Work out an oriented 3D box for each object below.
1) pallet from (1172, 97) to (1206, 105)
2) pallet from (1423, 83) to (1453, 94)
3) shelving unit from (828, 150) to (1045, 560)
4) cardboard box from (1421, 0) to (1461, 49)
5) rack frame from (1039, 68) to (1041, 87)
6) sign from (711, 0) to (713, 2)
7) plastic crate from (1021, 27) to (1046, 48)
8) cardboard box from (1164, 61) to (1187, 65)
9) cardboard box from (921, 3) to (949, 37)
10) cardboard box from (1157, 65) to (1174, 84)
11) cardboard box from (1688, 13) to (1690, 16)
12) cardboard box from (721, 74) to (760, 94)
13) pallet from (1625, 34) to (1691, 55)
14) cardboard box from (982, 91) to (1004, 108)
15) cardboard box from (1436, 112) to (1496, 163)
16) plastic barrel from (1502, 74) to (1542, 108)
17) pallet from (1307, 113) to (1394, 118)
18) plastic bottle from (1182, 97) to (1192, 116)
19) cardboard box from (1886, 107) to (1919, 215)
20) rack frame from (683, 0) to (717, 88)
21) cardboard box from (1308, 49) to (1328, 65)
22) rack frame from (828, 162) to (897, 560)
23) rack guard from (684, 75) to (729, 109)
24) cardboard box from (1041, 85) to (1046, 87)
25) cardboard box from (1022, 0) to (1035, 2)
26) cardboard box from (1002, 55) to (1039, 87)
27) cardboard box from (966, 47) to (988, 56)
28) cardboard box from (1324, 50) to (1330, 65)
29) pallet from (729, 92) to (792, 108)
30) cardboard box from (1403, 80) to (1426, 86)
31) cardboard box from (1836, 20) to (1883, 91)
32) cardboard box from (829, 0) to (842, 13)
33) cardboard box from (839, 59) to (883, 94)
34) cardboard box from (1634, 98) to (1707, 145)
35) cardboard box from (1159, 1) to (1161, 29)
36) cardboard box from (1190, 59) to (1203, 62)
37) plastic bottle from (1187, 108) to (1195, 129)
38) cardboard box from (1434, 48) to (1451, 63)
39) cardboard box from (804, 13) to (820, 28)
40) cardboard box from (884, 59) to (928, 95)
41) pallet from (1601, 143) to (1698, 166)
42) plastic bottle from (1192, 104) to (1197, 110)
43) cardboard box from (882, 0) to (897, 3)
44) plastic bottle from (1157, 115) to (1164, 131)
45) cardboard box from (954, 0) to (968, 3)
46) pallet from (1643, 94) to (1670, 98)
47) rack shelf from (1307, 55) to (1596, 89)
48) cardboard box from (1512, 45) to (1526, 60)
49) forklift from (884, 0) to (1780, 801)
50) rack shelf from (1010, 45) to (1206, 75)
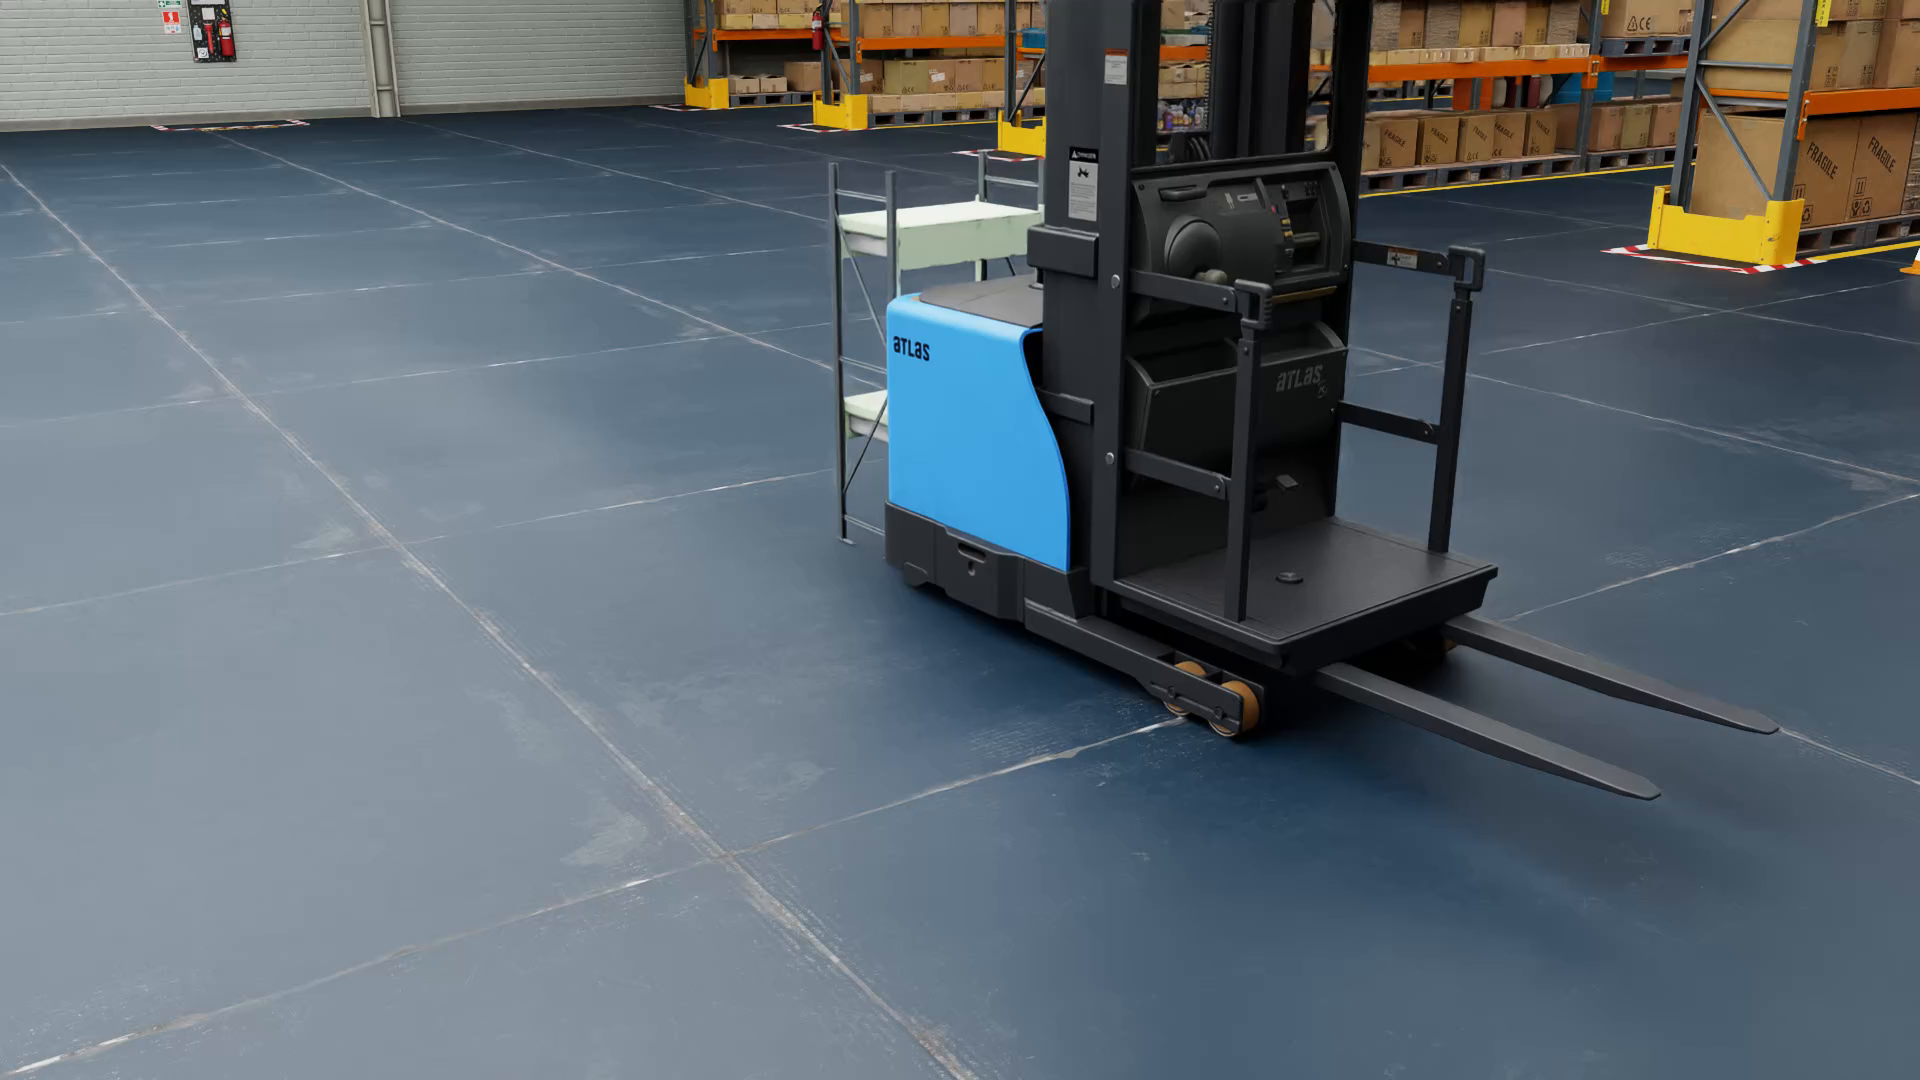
[{"bbox_3d":[4.155,-7.726,29.268,1.213,0.211,1.003,-12,22,-31],"label":"pallet"},{"bbox_3d":[9.799,-8.902,32.747,1.213,0.211,1.003,-12,22,-31],"label":"pallet"},{"bbox_3d":[-0.078,-0.737,6.584,0.755,1.500,0.431,-14,23,-36],"label":"shelving unit"},{"bbox_3d":[4.895,-5.597,17.995,0.500,0.500,0.875,-12,22,-31],"label":"cardboard box"},{"bbox_3d":[1.523,-8.477,27.136,0.127,3.000,1.000,-12,22,-31],"label":"rack frame"},{"bbox_3d":[-4.247,-9.362,28.401,0.005,0.325,0.100,-12,22,-31],"label":"sign"},{"bbox_3d":[1.157,-6.545,21.652,0.616,0.251,0.499,-12,22,-31],"label":"plastic crate"},{"bbox_3d":[3.831,-8.235,29.182,0.500,0.311,0.500,-13,22,-33],"label":"cardboard box"},{"bbox_3d":[-0.567,-8.078,25.800,0.500,0.500,0.700,-12,22,-31],"label":"cardboard box"},{"bbox_3d":[3.289,-7.916,28.239,0.500,0.311,0.500,-11,22,-30],"label":"cardboard box"},{"bbox_3d":[8.783,-6.425,20.646,0.500,0.250,0.500,-13,22,-33],"label":"cardboard box"},{"bbox_3d":[-3.918,-8.129,29.618,0.500,0.311,0.500,-15,24,-37],"label":"cardboard box"},{"bbox_3d":[8.678,-6.081,20.347,1.213,0.211,1.003,-12,22,-31],"label":"pallet"},{"bbox_3d":[0.424,-7.056,26.569,0.500,0.250,0.500,-12,22,-31],"label":"cardboard box"},{"bbox_3d":[5.663,-4.548,18.762,0.500,0.500,0.500,-14,23,-36],"label":"cardboard box"},{"bbox_3d":[8.927,-7.202,26.474,0.708,0.588,0.600,-12,22,-31],"label":"plastic barrel"},{"bbox_3d":[5.899,-6.195,24.741,1.213,0.211,1.003,-12,22,-31],"label":"pallet"},{"bbox_3d":[3.184,-6.041,23.378,0.185,0.351,0.144,-13,23,-34],"label":"plastic bottle"},{"bbox_3d":[8.297,-3.423,14.847,0.875,0.875,0.875,-12,22,-31],"label":"cardboard box"},{"bbox_3d":[-4.545,-9.097,28.969,0.127,3.000,1.000,-12,22,-31],"label":"rack frame"},{"bbox_3d":[3.752,-5.108,17.564,0.250,0.149,0.380,-12,22,-31],"label":"cardboard box"},{"bbox_3d":[-0.363,-0.664,6.367,0.023,1.500,0.400,-14,23,-36],"label":"rack frame"},{"bbox_3d":[-4.482,-7.926,29.409,0.348,0.500,1.175,-12,22,-31],"label":"rack guard"},{"bbox_3d":[1.710,-7.524,27.954,0.500,0.250,0.500,-12,22,-32],"label":"cardboard box"},{"bbox_3d":[0.989,-8.637,26.439,0.250,0.149,0.380,-13,22,-33],"label":"cardboard box"},{"bbox_3d":[0.964,-7.731,27.395,0.500,0.500,0.500,-12,22,-31],"label":"cardboard box"},{"bbox_3d":[0.200,-9.486,32.166,0.500,0.250,0.500,-13,22,-33],"label":"cardboard box"},{"bbox_3d":[3.997,-4.989,17.212,0.250,0.149,0.380,-12,22,-31],"label":"cardboard box"},{"bbox_3d":[-3.784,-7.923,29.850,1.213,0.211,1.003,-12,22,-31],"label":"pallet"},{"bbox_3d":[8.674,-8.837,31.711,0.500,0.311,0.500,-12,22,-31],"label":"cardboard box"},{"bbox_3d":[7.003,-4.029,13.744,0.550,0.550,0.875,-12,22,-31],"label":"cardboard box"},{"bbox_3d":[-2.269,-9.754,29.944,0.500,0.500,0.500,-13,22,-33],"label":"cardboard box"},{"bbox_3d":[-1.533,-7.198,25.819,0.500,0.500,0.500,-12,22,-31],"label":"cardboard box"},{"bbox_3d":[8.835,-5.229,20.745,0.500,0.500,0.700,-10,21,-27],"label":"cardboard box"},{"bbox_3d":[3.032,-8.836,28.042,0.500,0.500,0.500,-12,22,-31],"label":"cardboard box"},{"bbox_3d":[5.006,-10.242,35.057,0.750,0.750,0.750,-12,22,-31],"label":"cardboard box"},{"bbox_3d":[3.128,-5.712,22.531,0.097,0.271,0.097,0,19,0],"label":"plastic bottle"},{"bbox_3d":[5.037,-5.211,17.869,0.250,0.149,0.380,-12,22,-31],"label":"cardboard box"},{"bbox_3d":[-2.685,-9.308,29.797,0.500,0.250,0.500,-12,22,-31],"label":"cardboard box"},{"bbox_3d":[-0.831,-7.148,25.670,0.500,0.500,0.500,-12,22,-31],"label":"cardboard box"},{"bbox_3d":[8.638,-4.859,20.789,1.213,0.211,1.003,-12,22,-31],"label":"pallet"},{"bbox_3d":[3.287,-5.978,23.318,0.097,0.271,0.097,0,19,0],"label":"plastic bottle"},{"bbox_3d":[-1.152,-8.186,25.105,0.250,0.149,0.380,-13,22,-33],"label":"cardboard box"},{"bbox_3d":[2.676,-5.584,22.260,0.097,0.201,0.097,0,19,0],"label":"plastic bottle"},{"bbox_3d":[-0.087,-8.409,25.766,0.250,0.149,0.380,-12,22,-31],"label":"cardboard box"},{"bbox_3d":[12.538,-7.596,28.883,1.213,0.211,1.003,-12,22,-31],"label":"pallet"},{"bbox_3d":[5.298,-5.134,18.369,4.000,0.370,1.077,-12,22,-31],"label":"rack shelf"},{"bbox_3d":[6.066,-5.439,18.542,0.250,0.149,0.380,-12,22,-31],"label":"cardboard box"},{"bbox_3d":[1.031,-0.977,5.059,1.130,2.935,3.031,-14,23,-36],"label":"forklift"},{"bbox_3d":[2.574,-6.458,22.288,4.000,0.370,1.077,-12,22,-31],"label":"rack shelf"}]
